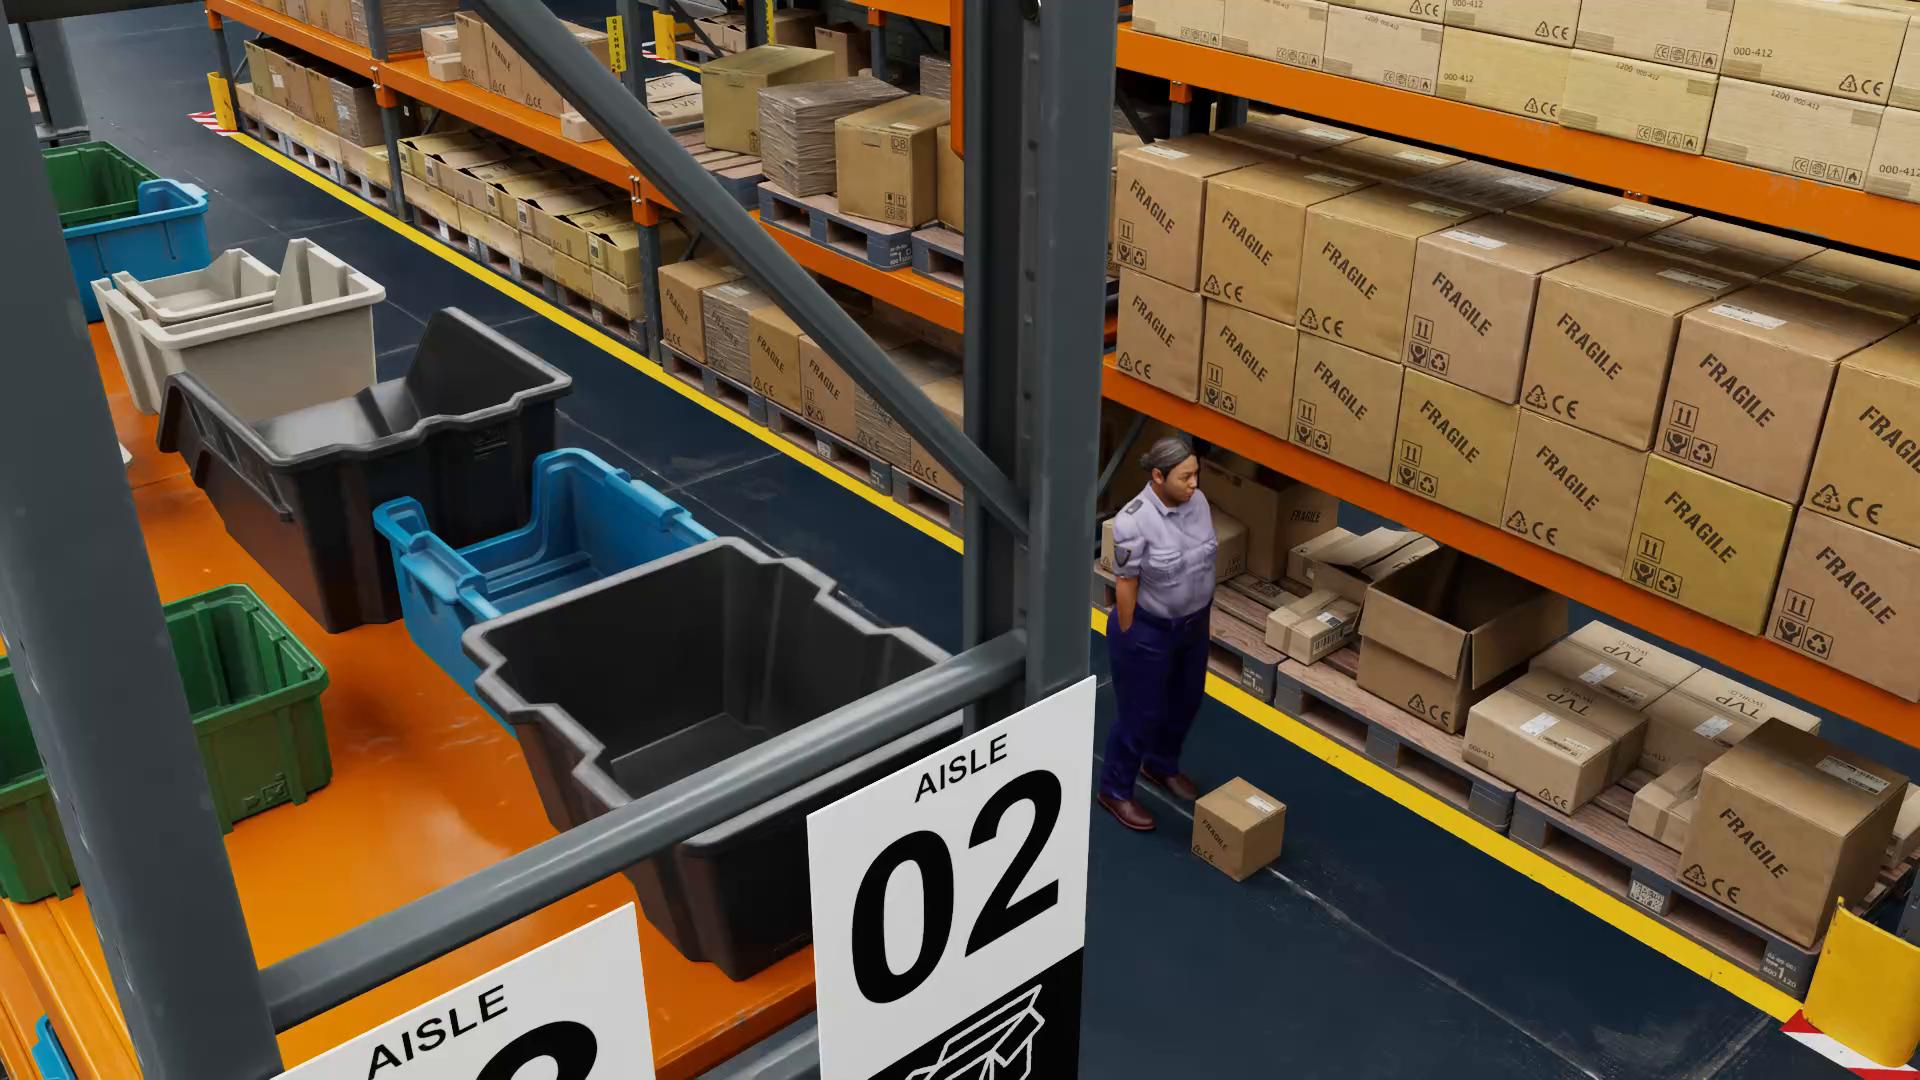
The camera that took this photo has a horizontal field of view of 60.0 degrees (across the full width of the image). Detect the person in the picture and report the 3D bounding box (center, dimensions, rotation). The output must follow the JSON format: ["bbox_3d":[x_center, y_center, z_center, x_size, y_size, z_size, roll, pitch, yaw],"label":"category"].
[{"bbox_3d":[0.800,0.356,6.500,0.469,1.659,0.342,-21,35,-34],"label":"person"}]
